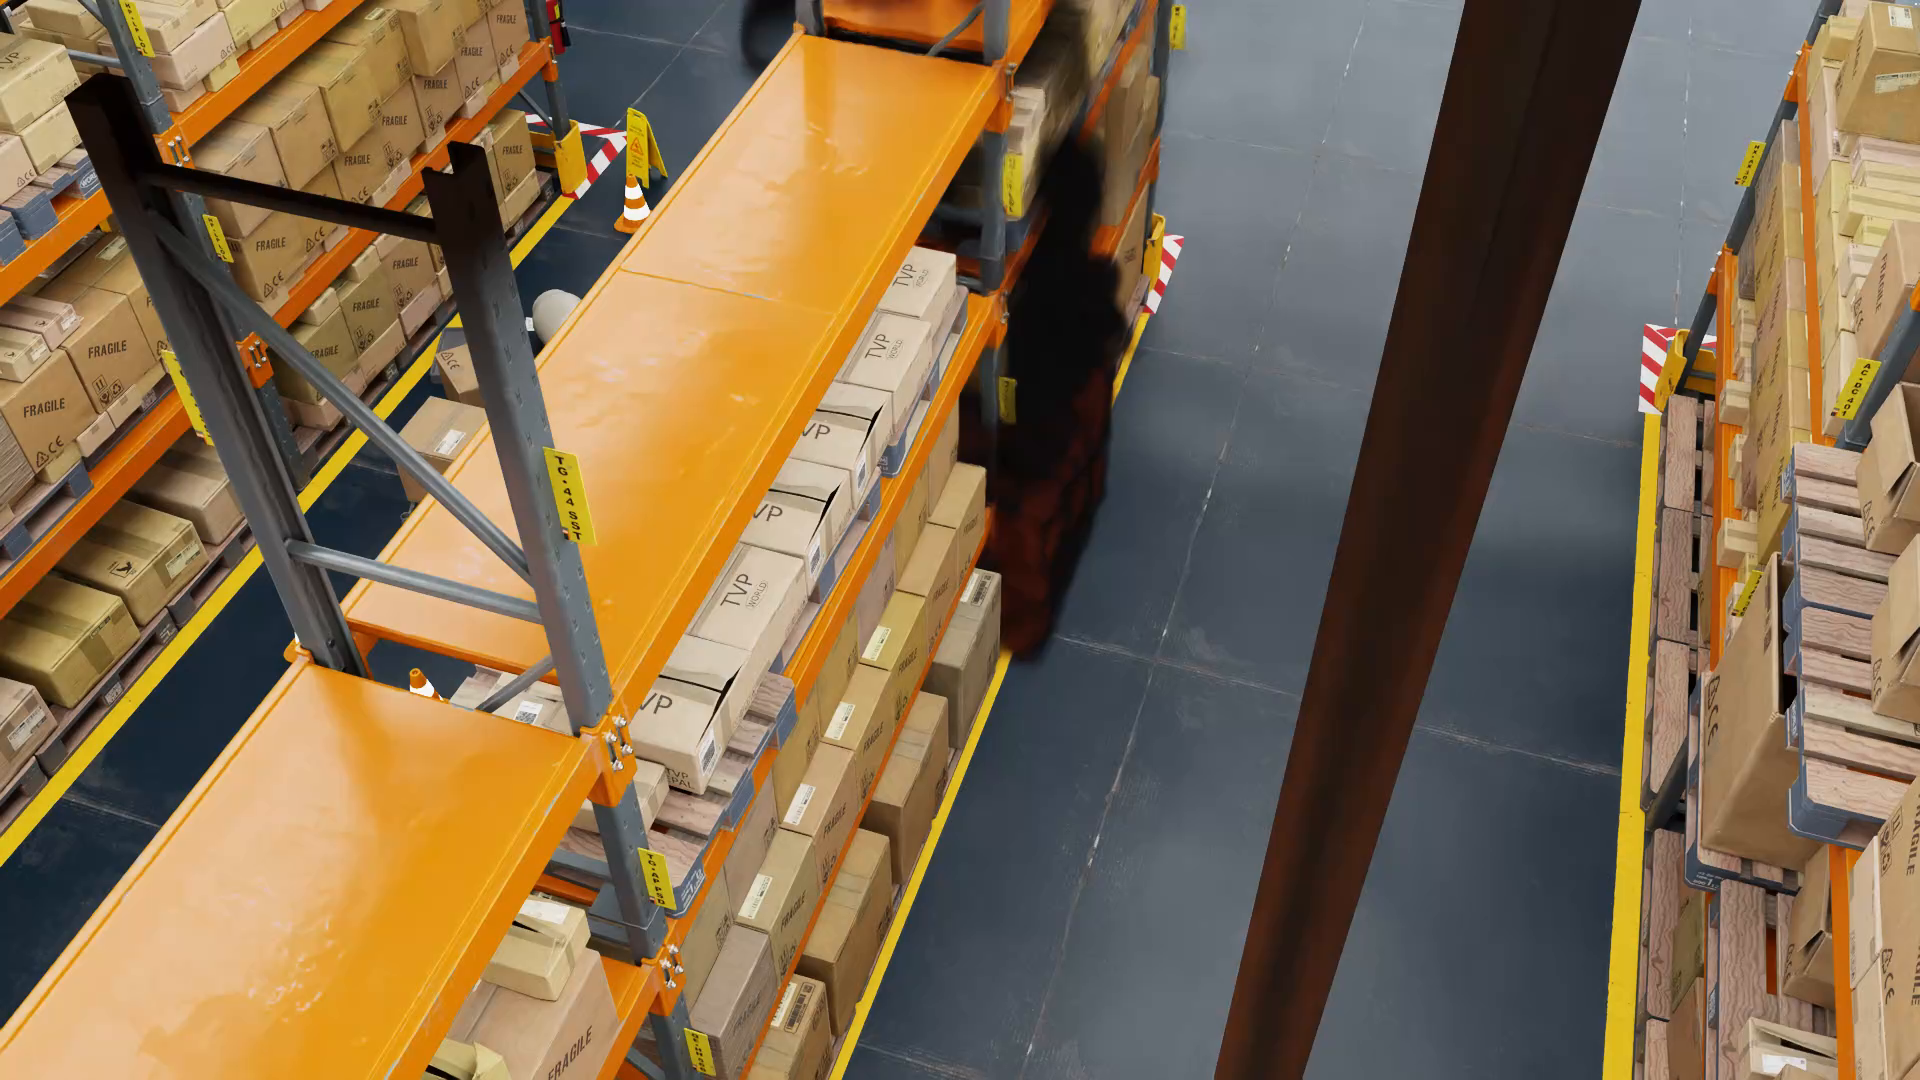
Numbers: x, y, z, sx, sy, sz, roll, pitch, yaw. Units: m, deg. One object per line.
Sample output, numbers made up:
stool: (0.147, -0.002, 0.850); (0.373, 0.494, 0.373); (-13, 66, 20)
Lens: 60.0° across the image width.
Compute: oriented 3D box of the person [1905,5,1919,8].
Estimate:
person: (7.964, -4.003, 13.830); (0.709, 1.789, 0.714); (-30, 53, -26)
